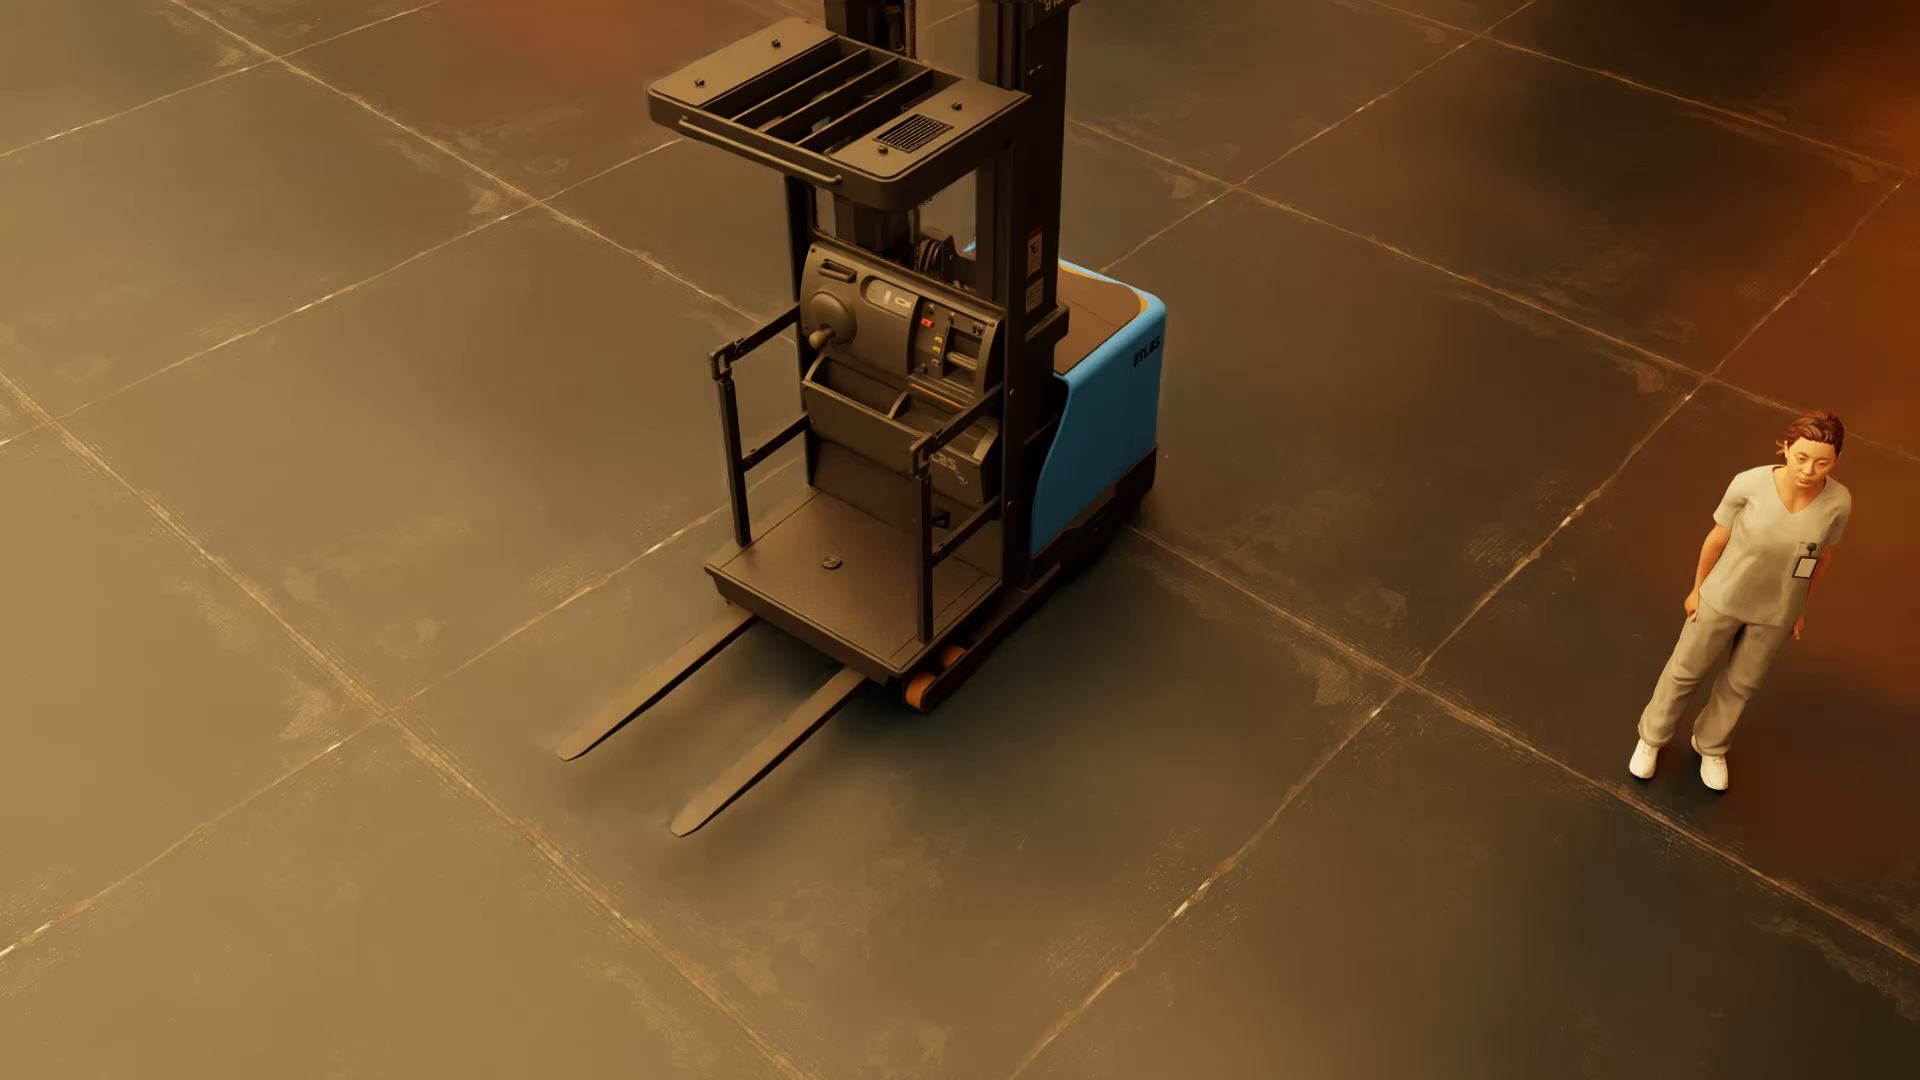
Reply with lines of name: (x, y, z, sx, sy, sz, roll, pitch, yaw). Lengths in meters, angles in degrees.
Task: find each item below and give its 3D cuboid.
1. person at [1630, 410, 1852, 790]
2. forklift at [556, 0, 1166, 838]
person: (2.902, 0.237, 6.119, 0.431, 1.672, 0.371, 10, 42, 11)
forklift: (-0.373, -0.774, 6.330, 1.130, 2.935, 3.031, 26, 47, 27)
